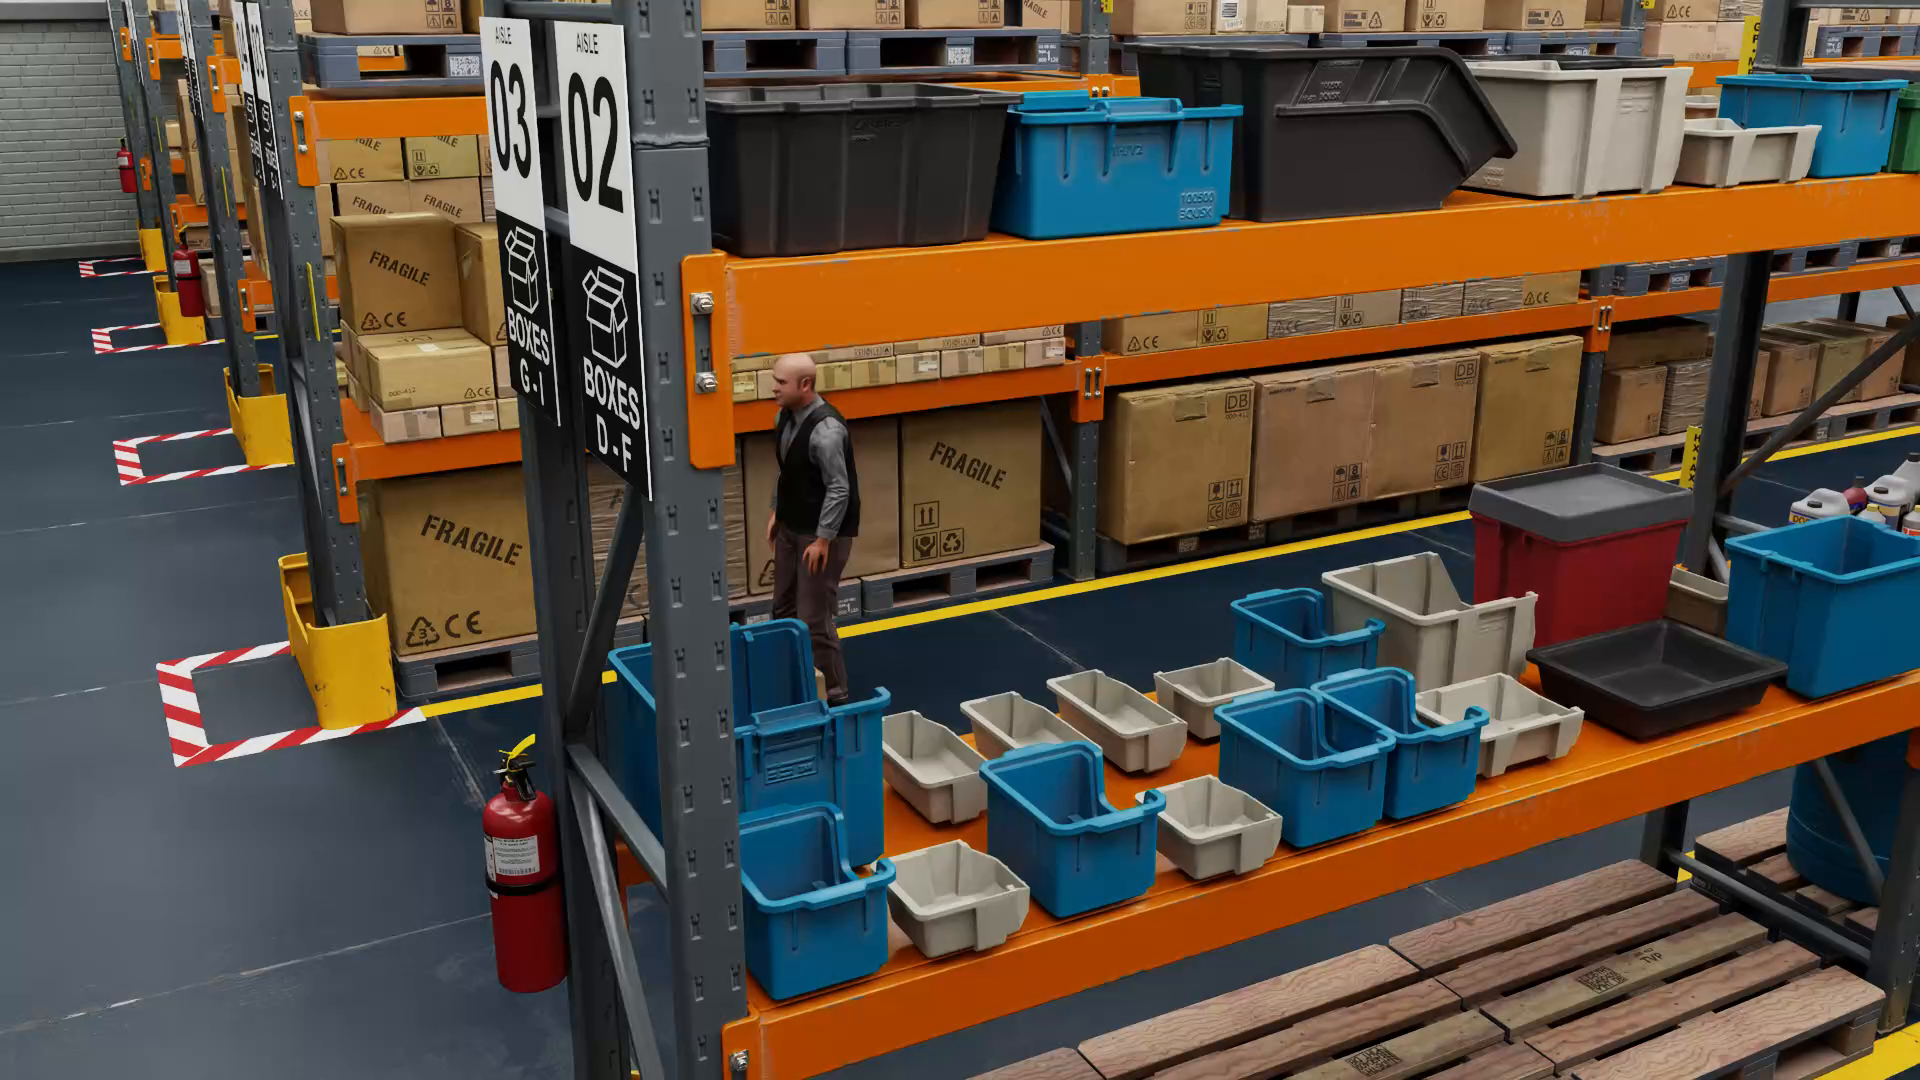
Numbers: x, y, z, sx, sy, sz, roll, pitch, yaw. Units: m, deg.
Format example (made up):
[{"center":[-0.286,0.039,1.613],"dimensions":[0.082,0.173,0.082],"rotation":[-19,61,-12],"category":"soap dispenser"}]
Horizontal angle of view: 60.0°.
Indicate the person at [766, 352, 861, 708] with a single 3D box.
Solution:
[{"center":[-0.681,-0.029,7.682],"dimensions":[0.417,1.722,0.568],"rotation":[-10,21,-28],"category":"person"}]
